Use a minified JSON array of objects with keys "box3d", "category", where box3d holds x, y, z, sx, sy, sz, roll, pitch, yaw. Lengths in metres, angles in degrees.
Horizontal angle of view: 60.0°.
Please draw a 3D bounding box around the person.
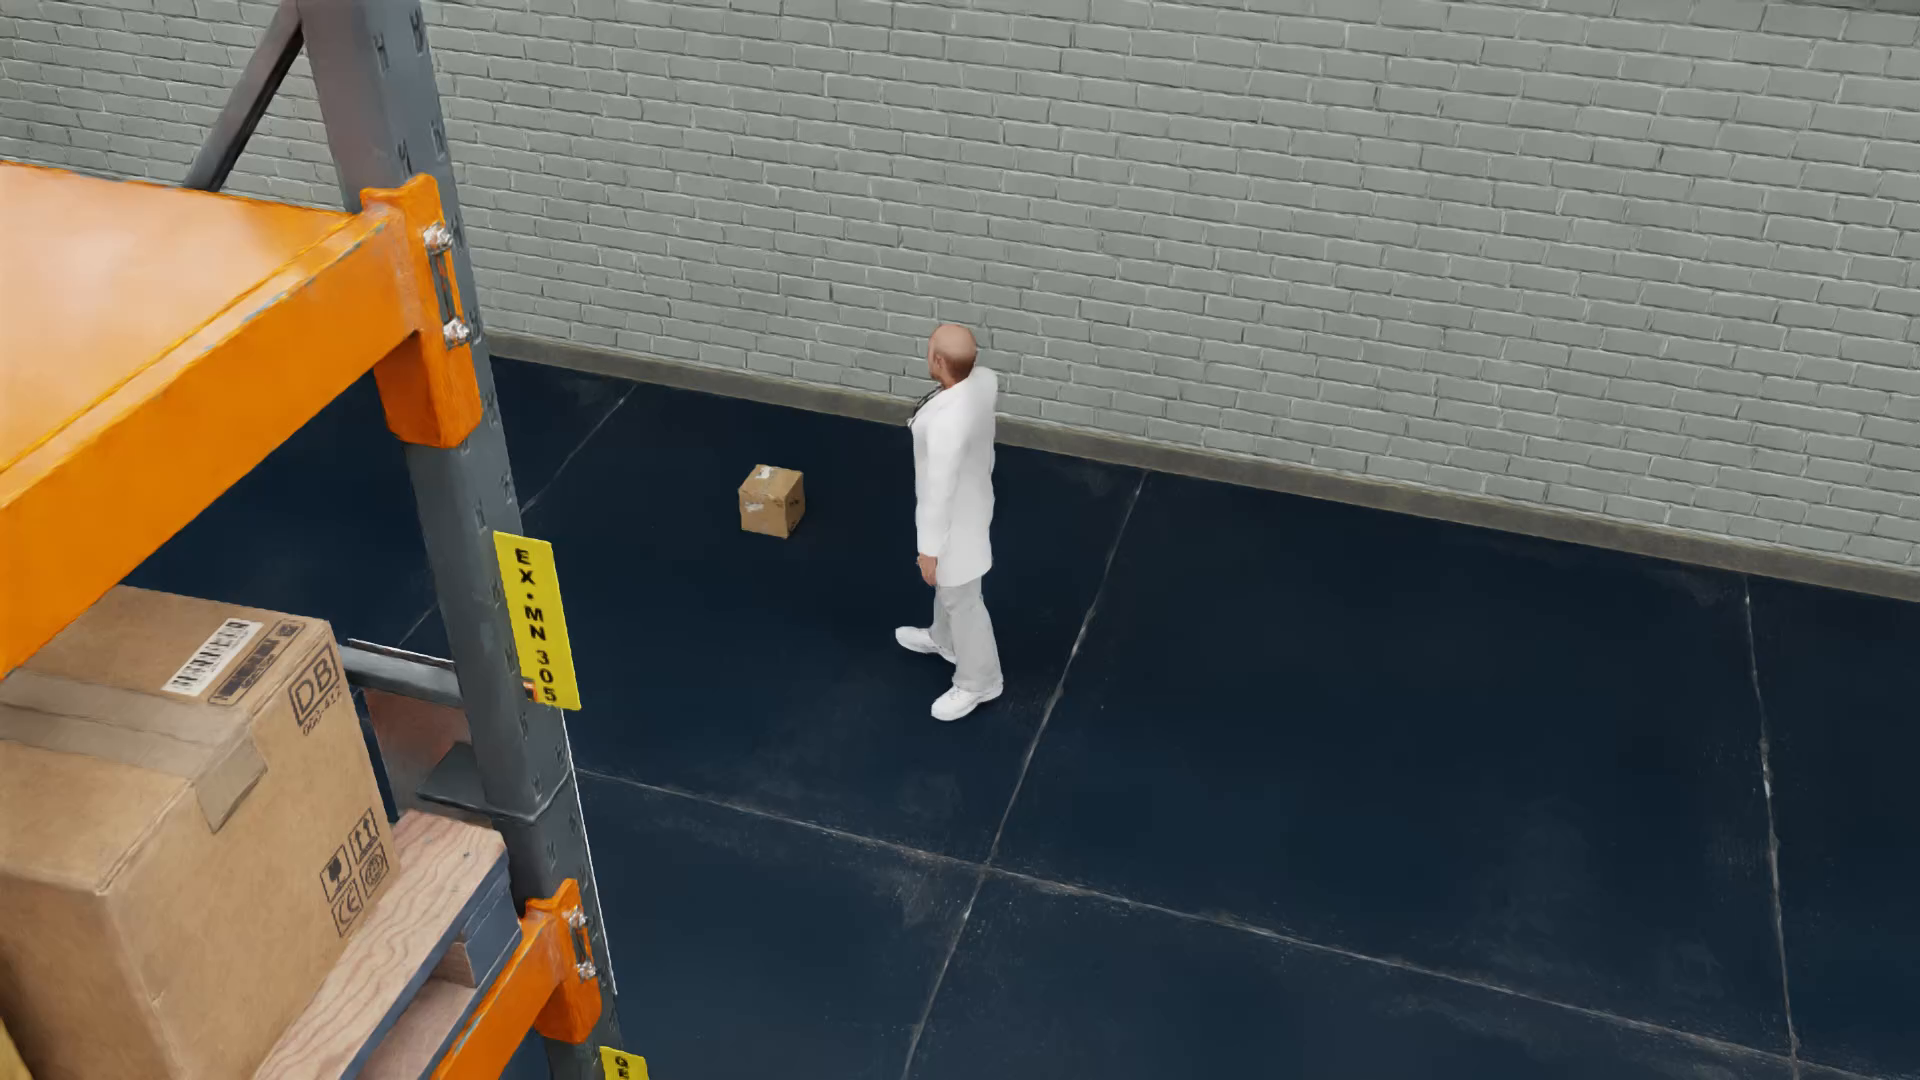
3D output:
[{"box3d":[-0.056,-0.118,7.026,0.574,1.781,0.700,9,37,11],"category":"person"}]
